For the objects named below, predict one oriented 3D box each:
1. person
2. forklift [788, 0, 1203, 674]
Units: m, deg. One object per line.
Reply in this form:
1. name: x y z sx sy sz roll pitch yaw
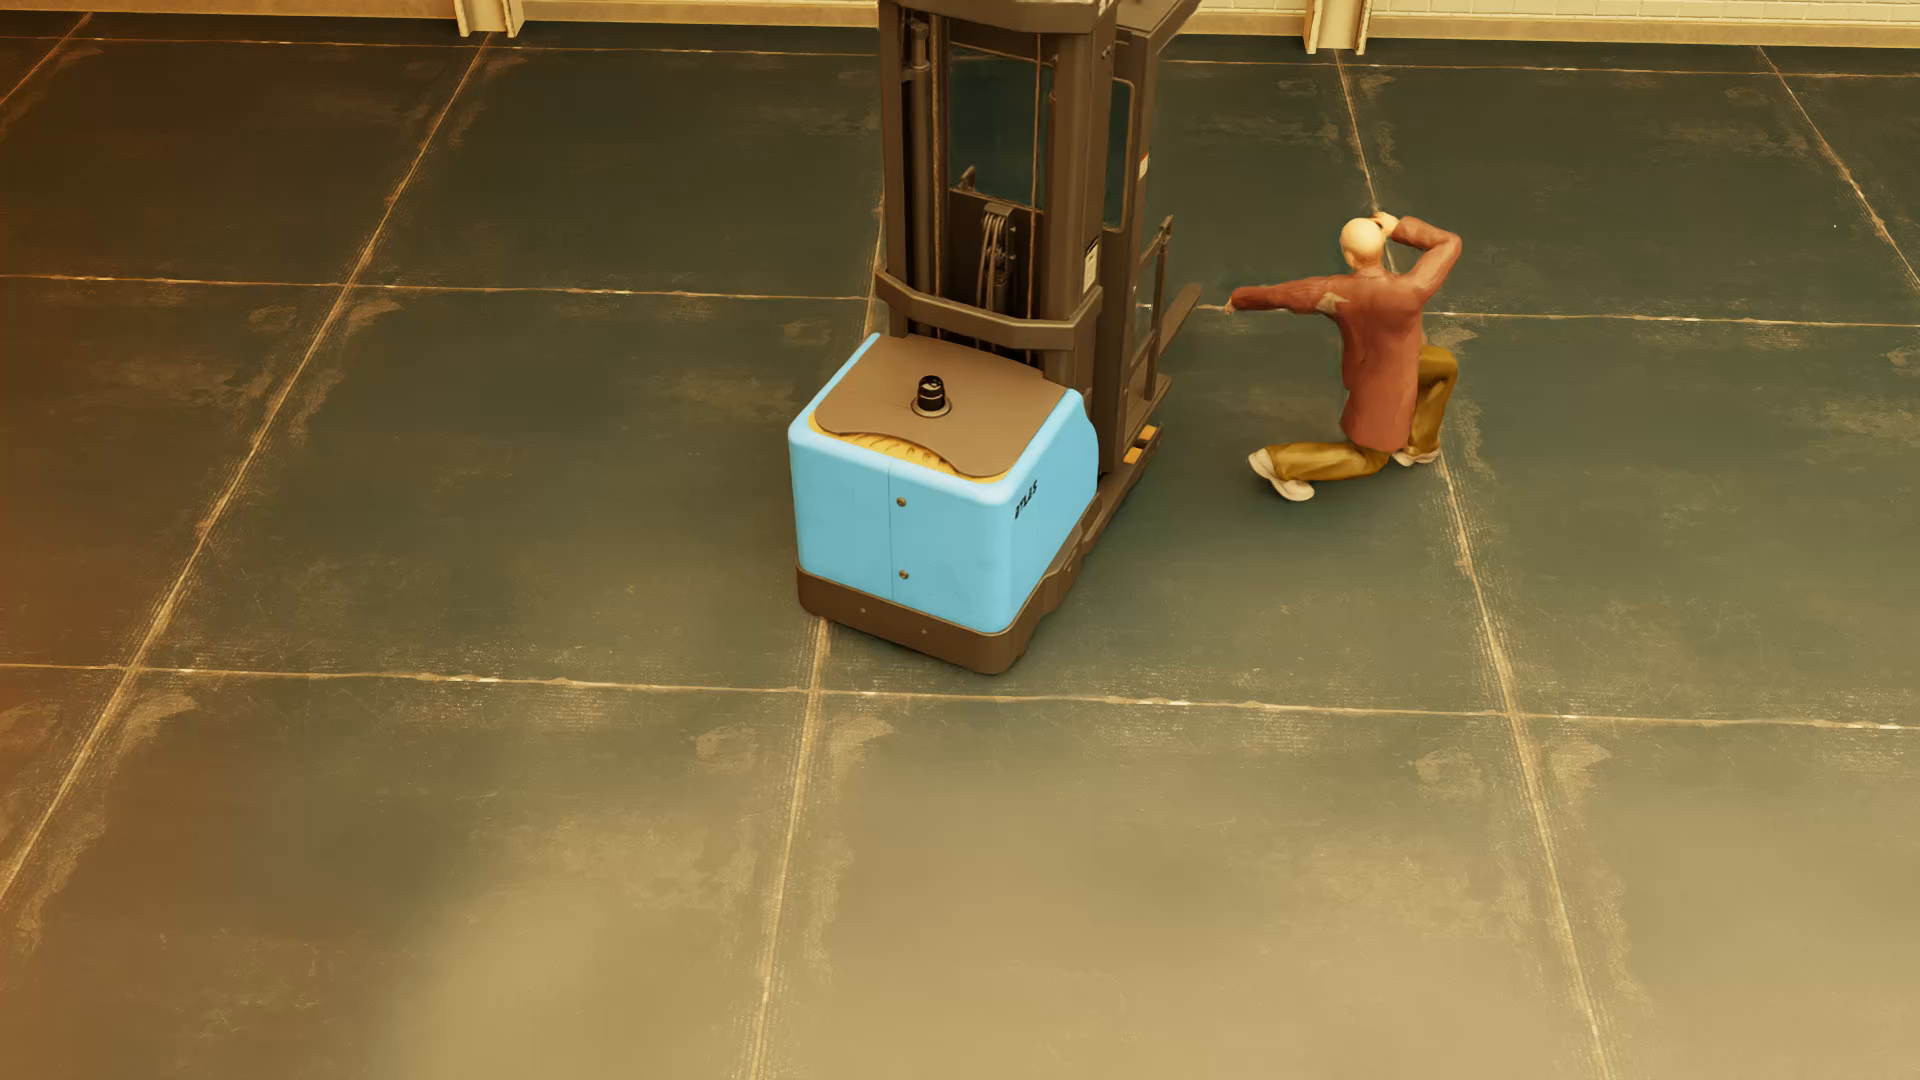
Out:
1. person: 1.854 -0.956 7.878 1.052 1.478 0.958 -17 45 -18
2. forklift: 0.369 -1.498 7.384 1.130 2.935 3.031 18 45 19
